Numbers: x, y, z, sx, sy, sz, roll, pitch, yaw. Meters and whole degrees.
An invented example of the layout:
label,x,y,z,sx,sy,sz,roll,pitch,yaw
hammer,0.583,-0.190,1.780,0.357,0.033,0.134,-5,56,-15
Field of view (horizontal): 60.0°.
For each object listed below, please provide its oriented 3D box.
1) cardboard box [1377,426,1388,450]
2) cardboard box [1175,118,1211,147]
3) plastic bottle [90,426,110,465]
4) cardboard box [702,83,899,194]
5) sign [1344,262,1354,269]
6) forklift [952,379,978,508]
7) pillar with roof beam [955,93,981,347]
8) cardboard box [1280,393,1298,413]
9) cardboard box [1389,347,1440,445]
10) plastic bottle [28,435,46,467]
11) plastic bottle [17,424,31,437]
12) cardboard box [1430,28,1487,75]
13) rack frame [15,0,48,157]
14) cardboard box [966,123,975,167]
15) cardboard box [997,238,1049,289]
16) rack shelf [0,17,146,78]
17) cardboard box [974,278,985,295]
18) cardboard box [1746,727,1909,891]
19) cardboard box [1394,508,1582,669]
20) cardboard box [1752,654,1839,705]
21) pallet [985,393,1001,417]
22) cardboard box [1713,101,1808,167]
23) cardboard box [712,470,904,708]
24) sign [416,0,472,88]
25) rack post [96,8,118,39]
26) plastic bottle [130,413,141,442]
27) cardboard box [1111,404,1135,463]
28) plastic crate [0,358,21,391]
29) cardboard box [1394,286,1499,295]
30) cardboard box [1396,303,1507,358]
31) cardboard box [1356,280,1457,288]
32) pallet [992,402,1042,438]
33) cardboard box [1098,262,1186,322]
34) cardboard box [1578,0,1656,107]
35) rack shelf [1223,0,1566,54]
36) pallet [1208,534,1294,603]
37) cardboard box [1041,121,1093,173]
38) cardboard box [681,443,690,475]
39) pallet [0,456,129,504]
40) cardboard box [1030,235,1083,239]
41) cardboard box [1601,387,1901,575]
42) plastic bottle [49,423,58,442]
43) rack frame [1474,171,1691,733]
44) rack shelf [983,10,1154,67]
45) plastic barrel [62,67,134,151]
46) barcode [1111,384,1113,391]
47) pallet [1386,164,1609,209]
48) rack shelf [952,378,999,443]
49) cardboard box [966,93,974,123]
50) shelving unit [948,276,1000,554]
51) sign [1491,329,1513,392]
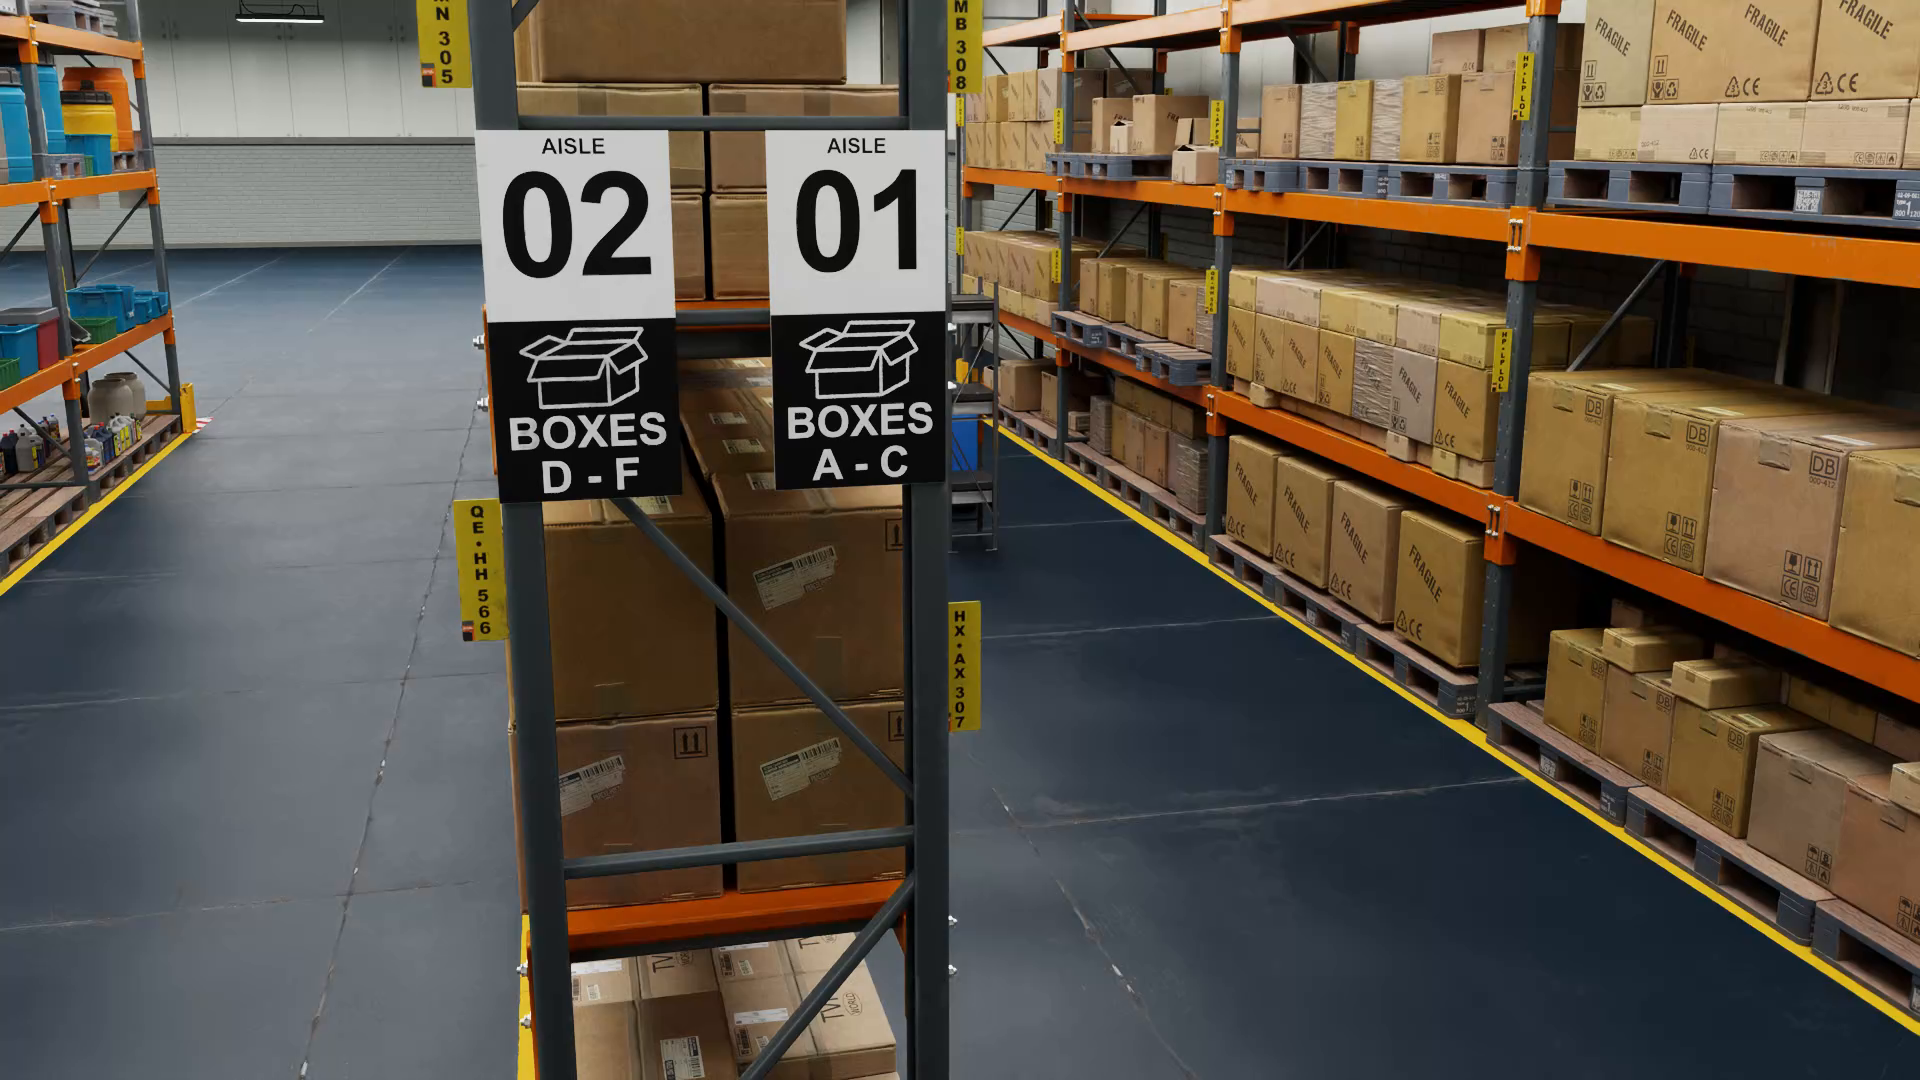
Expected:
label,x,y,z,sx,sy,sz,roll,pitch,yaw
cardboard box,2.783,-0.628,10.165,0.380,0.149,0.250,-3,14,-13
cardboard box,2.195,-3.185,13.565,0.797,0.503,0.637,-1,14,-5
plastic bottle,-7.947,-0.871,15.326,0.144,0.351,0.185,-3,14,-12
cardboard box,-0.394,-1.002,4.150,0.500,0.250,0.500,-3,14,-13
sign,2.948,-1.958,12.683,0.100,0.325,0.005,-3,14,-13
forklift,-0.784,-1.951,15.239,1.130,2.935,3.031,-5,15,-19
pillar with roof beam,-4.058,-7.155,23.752,9.100,9.000,0.400,-3,14,-13
cardboard box,2.471,-0.987,11.635,0.380,0.149,0.250,-3,14,-14
cardboard box,2.866,-0.854,9.722,0.500,0.500,0.500,-3,14,-13
plastic bottle,-8.499,-0.816,15.260,0.152,0.276,0.135,-3,14,-13
plastic bottle,-8.713,-0.913,15.498,0.144,0.351,0.185,-3,14,-14
cardboard box,3.125,-2.862,9.783,0.500,0.250,0.500,-4,14,-15
rack frame,-8.160,-4.649,13.495,1.000,3.000,0.127,-3,14,-13
cardboard box,0.366,-4.634,19.502,0.500,0.500,0.500,-3,14,-12
cardboard box,0.705,-3.031,18.209,0.500,0.500,0.500,-3,14,-11
rack shelf,-8.630,-4.567,15.517,1.077,0.370,4.000,-3,14,-13
cardboard box,0.472,-2.897,19.240,0.500,0.250,0.500,-4,14,-15
cardboard box,3.790,1.104,6.969,0.700,0.500,0.500,-4,14,-15
cardboard box,3.069,0.256,9.703,0.750,0.750,0.750,-3,14,-13
cardboard box,3.830,0.628,7.552,0.380,0.149,0.250,-3,14,-13
pallet,0.704,-1.648,19.729,1.003,0.211,1.213,-3,14,-13
cardboard box,3.488,-1.668,6.834,0.500,0.250,0.500,-4,14,-15
cardboard box,-0.374,0.107,4.351,0.500,0.500,0.500,-3,14,-11
sign,-1.071,-1.103,3.434,0.100,0.325,0.005,-3,14,-13
rack post,-9.046,-5.147,16.589,0.937,0.300,0.954,-2,14,-7
plastic bottle,-8.197,-1.127,16.514,0.061,0.283,0.133,-3,14,-12
cardboard box,1.829,-1.001,15.544,0.700,0.500,0.500,-4,14,-14
plastic crate,-7.477,-1.246,12.652,0.450,0.188,0.662,-3,14,-13
cardboard box,3.123,-1.485,10.727,0.500,0.250,0.500,-4,14,-15
cardboard box,2.879,-1.220,9.643,0.500,0.250,0.500,-3,14,-12
cardboard box,3.003,-1.603,11.208,0.500,0.250,0.500,-4,14,-15
pallet,0.987,-1.367,18.579,1.003,0.211,1.213,-3,14,-13
cardboard box,1.680,-2.301,15.386,0.700,0.500,0.500,-2,14,-7
cardboard box,3.243,-2.262,7.687,0.500,0.500,0.500,-3,14,-14
rack shelf,2.879,-3.273,10.223,1.077,0.370,4.000,-3,14,-13
pallet,2.521,0.176,12.260,1.003,0.211,1.213,-3,14,-13
cardboard box,1.110,-3.906,16.520,0.500,0.500,0.500,-3,14,-12
cardboard box,-1.018,0.020,4.707,0.500,0.500,0.500,-3,14,-12
pallet,-8.278,-0.537,15.182,1.003,0.211,1.213,-3,14,-13
cardboard box,1.082,-3.178,18.810,0.500,0.500,0.500,-4,14,-15
cardboard box,3.626,-0.292,7.672,0.980,0.700,0.700,-4,14,-15
plastic bottle,-8.953,-1.052,16.383,0.097,0.201,0.097,0,14,0
rack frame,3.348,-0.441,8.914,1.000,3.000,0.127,-3,14,-13
rack shelf,1.000,-5.312,17.730,1.077,0.370,4.000,-3,14,-13
plastic barrel,-8.862,-4.422,17.098,0.600,0.830,0.708,-3,14,-13
barcode,1.576,-1.580,17.239,0.001,0.075,0.075,-3,14,-13
pallet,3.085,-2.014,9.435,0.805,0.209,1.217,-4,14,-15
rack shelf,0.039,-0.969,13.025,0.431,0.518,0.480,-3,14,-13
cardboard box,0.385,-5.108,19.337,0.500,0.500,0.500,-4,14,-17
shelving unit,0.039,-0.982,13.022,0.431,2.100,0.503,-3,14,-13
sign,2.823,-0.933,8.653,0.100,0.325,0.005,-3,14,-13
